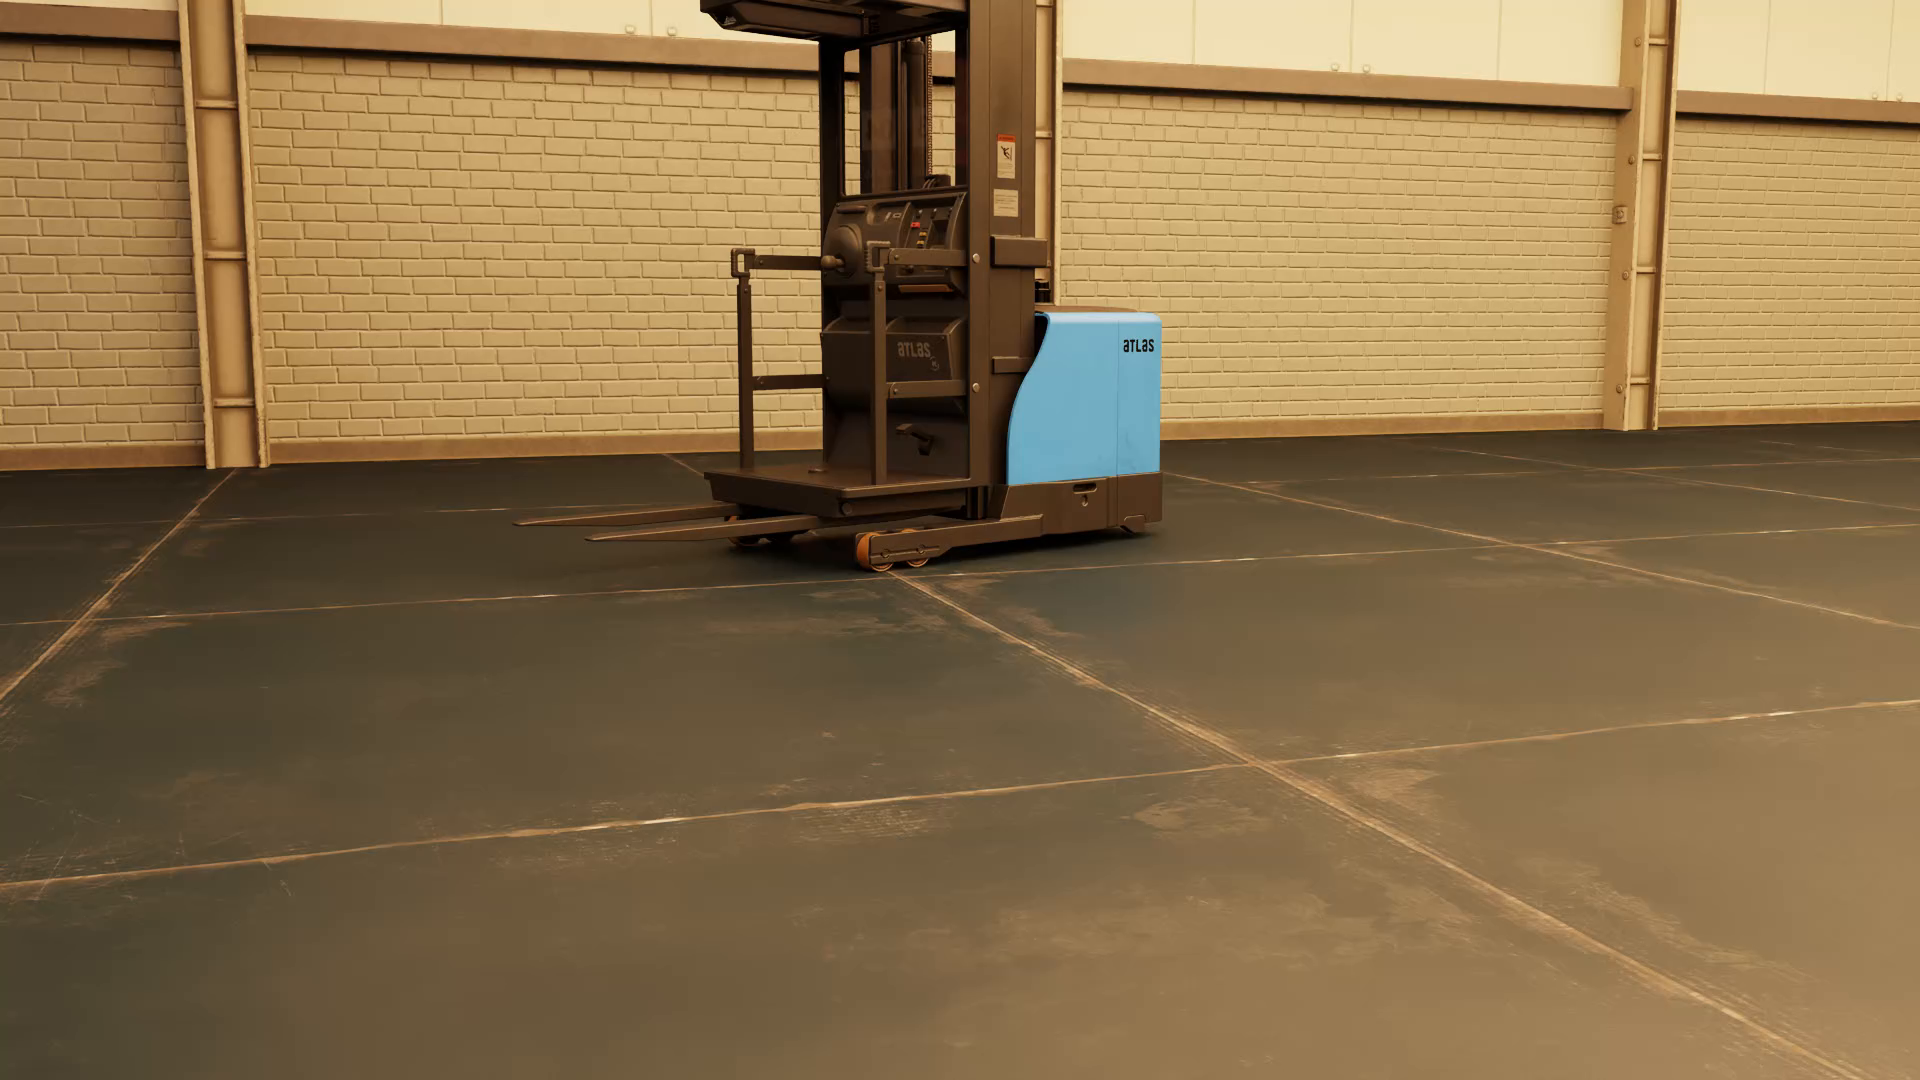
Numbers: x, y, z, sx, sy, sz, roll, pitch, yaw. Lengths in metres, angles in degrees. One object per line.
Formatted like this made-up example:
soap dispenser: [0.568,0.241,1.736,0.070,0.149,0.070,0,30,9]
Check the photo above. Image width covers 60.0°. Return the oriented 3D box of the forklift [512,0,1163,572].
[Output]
forklift: [-0.461,-1.399,7.333,3.031,2.935,1.130,-7,10,-40]
